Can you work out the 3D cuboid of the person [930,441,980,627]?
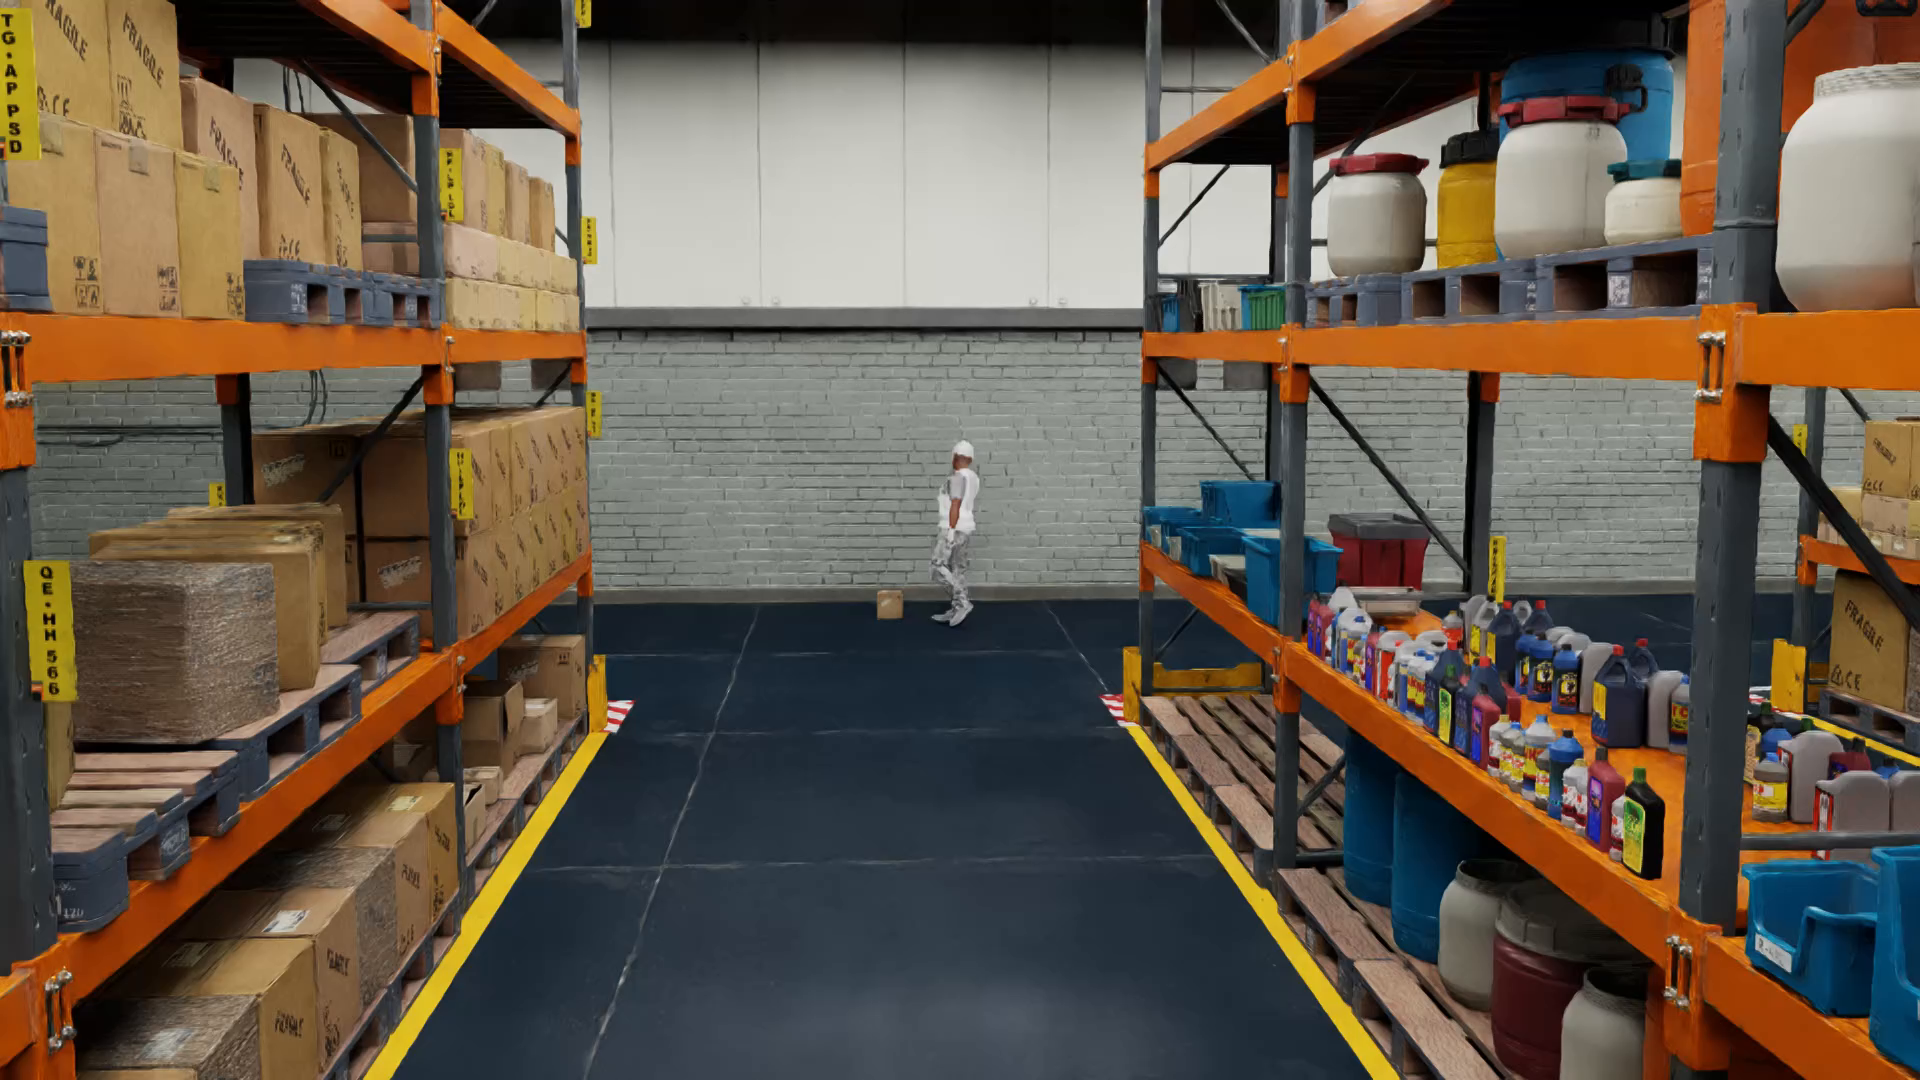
[{"bbox_3d":[-0.038,-0.076,16.266,0.456,1.776,0.625,2,7,17],"label":"person"}]
